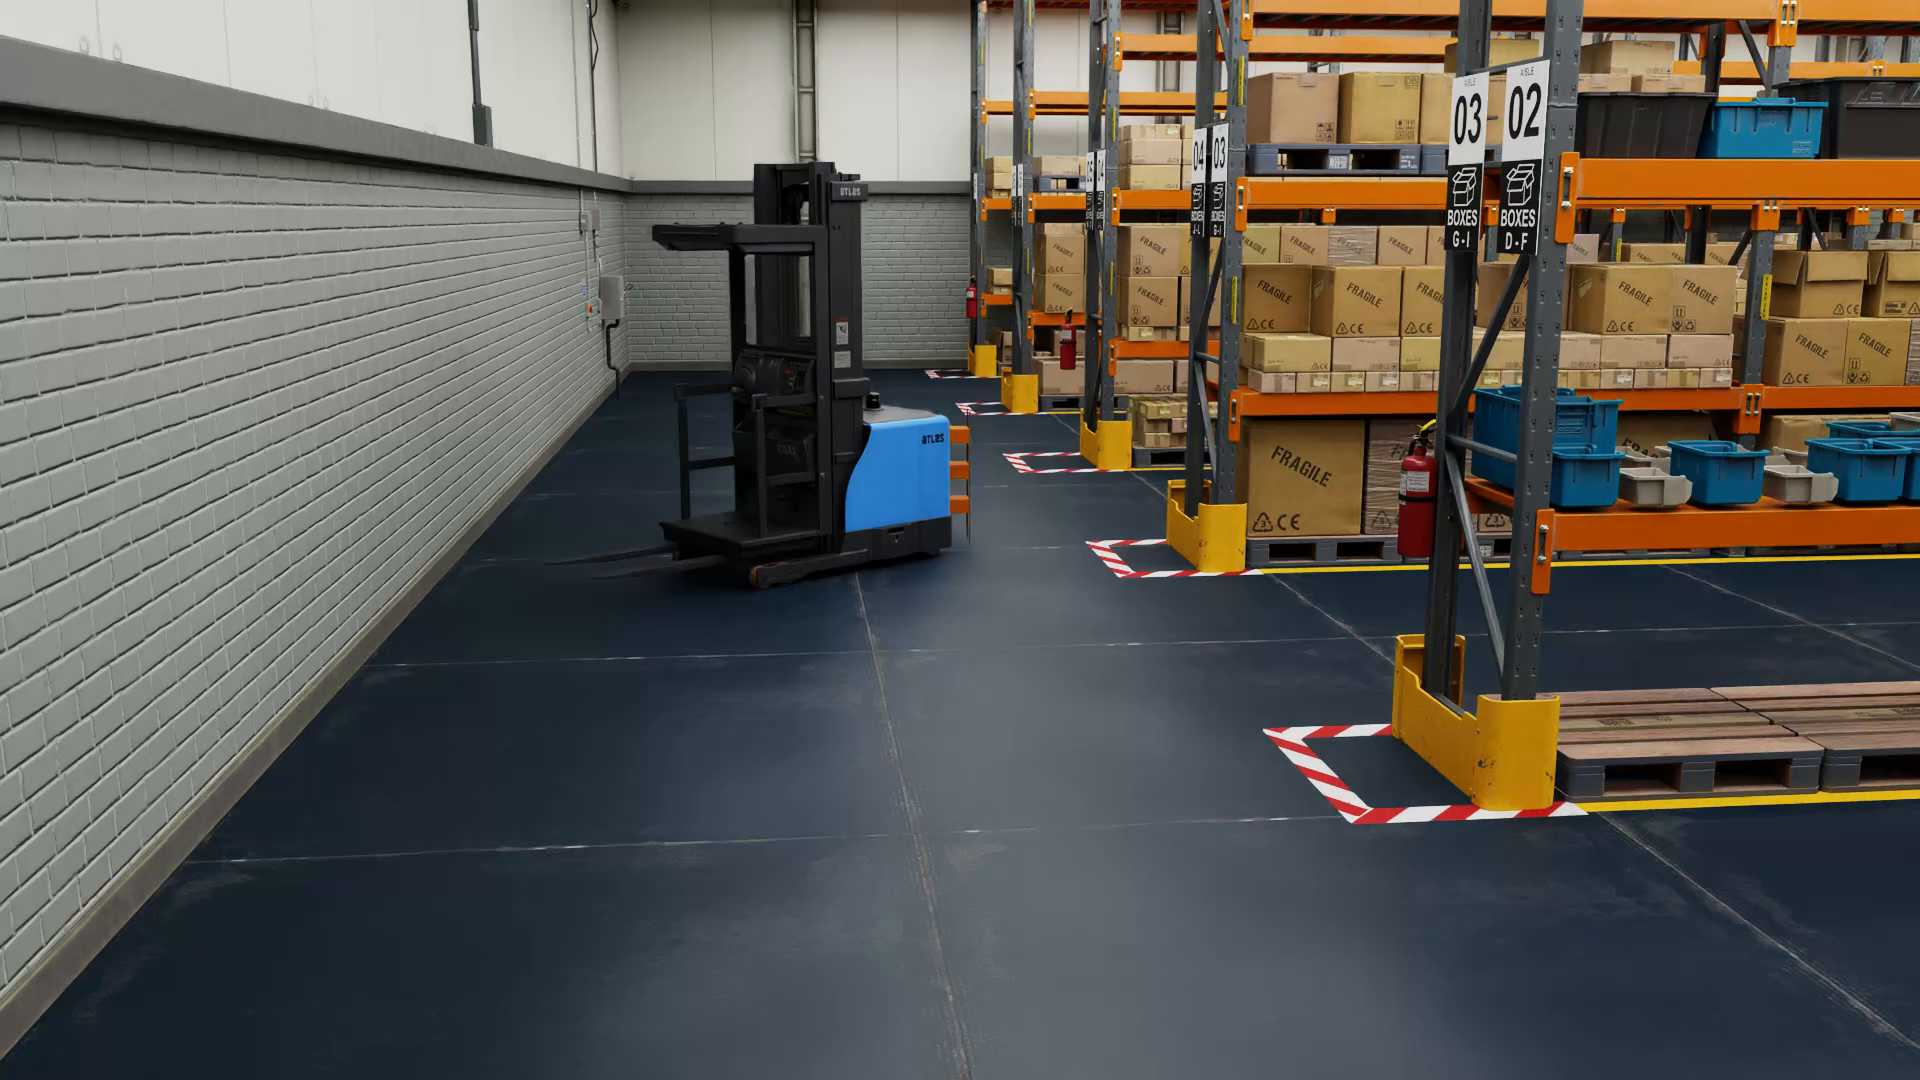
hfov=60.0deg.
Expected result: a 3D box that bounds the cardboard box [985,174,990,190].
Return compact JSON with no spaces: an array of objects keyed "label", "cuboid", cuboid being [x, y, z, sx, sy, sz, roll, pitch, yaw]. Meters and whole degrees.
[{"label":"cardboard box","cuboid":[0.694,-5.805,26.961,0.500,0.250,0.500,-1,11,-7]}]

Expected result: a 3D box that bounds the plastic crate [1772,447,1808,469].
[{"label":"plastic crate","cuboid":[4.073,-0.372,8.014,0.250,0.136,0.298,-1,11,-6]}]

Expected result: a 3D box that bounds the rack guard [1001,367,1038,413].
[{"label":"rack guard","cuboid":[0.797,-2.020,22.349,0.348,0.500,1.175,-1,11,-6]}]

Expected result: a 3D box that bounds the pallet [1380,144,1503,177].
[{"label":"pallet","cuboid":[3.843,-2.819,12.384,1.213,0.211,1.003,-1,11,-6]}]

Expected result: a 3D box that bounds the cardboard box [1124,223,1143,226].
[{"label":"cardboard box","cuboid":[2.243,-4.087,21.847,0.250,0.149,0.380,-1,11,-6]}]

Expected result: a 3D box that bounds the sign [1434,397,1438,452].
[{"label":"sign","cuboid":[2.351,-0.582,8.131,0.005,0.325,0.100,-1,11,-6]}]

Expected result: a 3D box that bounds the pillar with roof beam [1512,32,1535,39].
[{"label":"pillar with roof beam","cuboid":[9.898,-6.684,24.039,0.548,9.000,9.100,-1,11,-6]}]

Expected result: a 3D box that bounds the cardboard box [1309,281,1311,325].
[{"label":"cardboard box","cuboid":[3.456,-2.487,17.213,0.500,0.500,0.500,-1,11,-8]}]

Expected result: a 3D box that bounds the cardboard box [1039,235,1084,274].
[{"label":"cardboard box","cuboid":[1.329,-3.742,21.777,0.500,0.500,0.500,-1,11,-7]}]

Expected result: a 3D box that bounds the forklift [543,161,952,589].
[{"label":"forklift","cuboid":[-1.505,-1.207,11.911,3.031,2.935,1.130,-10,15,-40]}]

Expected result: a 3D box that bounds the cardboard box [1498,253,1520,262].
[{"label":"cardboard box","cuboid":[7.285,-3.871,22.433,0.500,0.500,0.500,-1,11,-6]}]

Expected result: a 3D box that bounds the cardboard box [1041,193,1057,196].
[{"label":"cardboard box","cuboid":[1.397,-5.508,26.484,0.250,0.149,0.380,-1,11,-5]}]

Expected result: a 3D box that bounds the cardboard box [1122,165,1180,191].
[{"label":"cardboard box","cuboid":[1.930,-3.659,16.816,0.500,0.250,0.500,-1,11,-4]}]

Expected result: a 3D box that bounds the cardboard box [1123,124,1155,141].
[{"label":"cardboard box","cuboid":[1.803,-4.102,16.743,0.250,0.149,0.380,-1,11,-7]}]

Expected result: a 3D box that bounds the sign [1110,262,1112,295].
[{"label":"sign","cuboid":[1.515,-2.621,16.680,0.005,0.325,0.100,-1,11,-6]}]

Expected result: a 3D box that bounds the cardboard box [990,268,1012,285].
[{"label":"cardboard box","cuboid":[0.761,-4.229,26.723,0.500,0.250,0.500,-1,11,-6]}]

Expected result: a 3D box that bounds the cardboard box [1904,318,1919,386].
[{"label":"cardboard box","cuboid":[7.349,-1.462,12.769,0.500,0.500,0.500,-1,11,-7]}]

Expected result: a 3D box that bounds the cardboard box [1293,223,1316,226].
[{"label":"cardboard box","cuboid":[4.526,-4.121,22.022,0.250,0.149,0.380,-1,11,-7]}]

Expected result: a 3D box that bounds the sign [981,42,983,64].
[{"label":"sign","cuboid":[0.340,-7.536,25.746,0.005,0.325,0.100,-1,11,-6]}]

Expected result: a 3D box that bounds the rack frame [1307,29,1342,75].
[{"label":"rack frame","cuboid":[4.798,-6.274,21.955,0.127,3.000,1.000,-1,11,-6]}]

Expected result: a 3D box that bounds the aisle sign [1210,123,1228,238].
[{"label":"aisle sign","cuboid":[1.852,-2.563,11.892,0.004,0.787,0.394,-1,11,-6]}]

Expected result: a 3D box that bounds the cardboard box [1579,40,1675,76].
[{"label":"cardboard box","cuboid":[4.932,-3.556,12.352,0.500,0.250,0.500,-2,11,-10]}]

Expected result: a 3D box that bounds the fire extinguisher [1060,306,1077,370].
[{"label":"fire extinguisher","cuboid":[1.156,-2.163,17.759,0.183,0.674,0.296,-1,11,-6]}]

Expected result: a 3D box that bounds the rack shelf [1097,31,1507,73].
[{"label":"rack shelf","cuboid":[3.444,-4.931,16.995,4.000,0.370,1.077,-1,11,-6]}]

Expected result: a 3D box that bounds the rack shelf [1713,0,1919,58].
[{"label":"rack shelf","cuboid":[7.856,-3.866,12.608,4.000,0.370,1.077,-1,11,-6]}]

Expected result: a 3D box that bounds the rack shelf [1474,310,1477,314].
[{"label":"rack shelf","cuboid":[6.786,-3.019,22.815,4.000,0.370,1.077,-1,11,-6]}]

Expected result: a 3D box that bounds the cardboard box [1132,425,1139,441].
[{"label":"cardboard box","cuboid":[1.957,-1.158,17.786,0.250,0.149,0.380,-1,11,-5]}]

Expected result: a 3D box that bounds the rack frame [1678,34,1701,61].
[{"label":"rack frame","cuboid":[12.211,-7.393,27.645,0.127,3.000,1.000,-1,11,-6]}]

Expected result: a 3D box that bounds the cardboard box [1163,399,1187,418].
[{"label":"cardboard box","cuboid":[2.275,-1.374,17.340,0.250,0.149,0.380,-1,11,-5]}]

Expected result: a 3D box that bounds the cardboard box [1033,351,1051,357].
[{"label":"cardboard box","cuboid":[1.326,-3.002,27.166,0.250,0.149,0.380,-2,11,-8]}]

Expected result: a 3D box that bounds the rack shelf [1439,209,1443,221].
[{"label":"rack shelf","cuboid":[6.246,-5.443,27.368,4.000,0.370,1.077,-1,11,-6]}]

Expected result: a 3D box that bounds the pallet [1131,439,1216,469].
[{"label":"pallet","cuboid":[2.343,-0.944,17.621,1.213,0.211,1.003,-1,11,-6]}]

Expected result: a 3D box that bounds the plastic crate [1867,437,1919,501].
[{"label":"plastic crate","cuboid":[4.314,-0.320,7.498,0.300,0.233,0.416,-1,11,-6]}]

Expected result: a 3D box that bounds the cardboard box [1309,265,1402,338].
[{"label":"cardboard box","cuboid":[2.895,-1.756,12.197,0.500,0.500,0.500,-1,11,-7]}]

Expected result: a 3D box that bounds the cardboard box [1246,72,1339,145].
[{"label":"cardboard box","cuboid":[2.402,-3.144,12.202,0.500,0.500,0.700,-2,11,-10]}]

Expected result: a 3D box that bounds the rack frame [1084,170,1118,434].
[{"label":"rack frame","cuboid":[1.456,-2.300,17.292,0.127,3.000,1.000,-1,11,-6]}]

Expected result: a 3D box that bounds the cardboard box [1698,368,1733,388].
[{"label":"cardboard box","cuboid":[5.600,-1.238,12.540,0.250,0.149,0.380,-1,11,-6]}]

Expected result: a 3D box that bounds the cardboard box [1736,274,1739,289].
[{"label":"cardboard box","cuboid":[7.956,-2.723,17.463,0.250,0.149,0.380,-1,11,-6]}]

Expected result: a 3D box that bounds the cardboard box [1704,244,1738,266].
[{"label":"cardboard box","cuboid":[10.291,-3.805,22.826,0.500,0.500,0.500,-1,11,-5]}]

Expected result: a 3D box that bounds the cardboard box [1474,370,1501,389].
[{"label":"cardboard box","cuboid":[3.809,-1.200,12.348,0.250,0.149,0.380,-1,11,-8]}]

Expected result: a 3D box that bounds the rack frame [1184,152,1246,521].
[{"label":"rack frame","cuboid":[1.891,-1.347,12.443,0.127,3.000,1.000,-1,11,-6]}]

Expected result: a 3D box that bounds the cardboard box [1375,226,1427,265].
[{"label":"cardboard box","cuboid":[4.481,-2.996,17.208,0.500,0.500,0.500,-2,11,-8]}]

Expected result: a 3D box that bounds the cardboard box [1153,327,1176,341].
[{"label":"cardboard box","cuboid":[2.062,-2.134,17.098,0.250,0.149,0.380,-1,11,-4]}]

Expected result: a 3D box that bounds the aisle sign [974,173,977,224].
[{"label":"aisle sign","cuboid":[0.245,-5.417,26.407,0.004,0.787,0.394,-1,11,-6]}]

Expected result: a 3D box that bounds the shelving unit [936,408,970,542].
[{"label":"shelving unit","cuboid":[-0.053,-0.514,13.261,0.252,1.050,0.215,-1,11,-6]}]

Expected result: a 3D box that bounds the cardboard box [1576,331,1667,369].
[{"label":"cardboard box","cuboid":[4.943,-1.432,12.493,0.500,0.250,0.500,-1,11,-4]}]

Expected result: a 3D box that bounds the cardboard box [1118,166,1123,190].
[{"label":"cardboard box","cuboid":[1.880,-3.759,17.324,0.500,0.250,0.500,-1,11,-7]}]

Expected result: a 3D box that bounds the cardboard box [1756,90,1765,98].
[{"label":"cardboard box","cuboid":[6.443,-3.171,12.599,0.500,0.500,0.700,-1,11,-5]}]

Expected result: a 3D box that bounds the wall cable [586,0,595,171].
[{"label":"wall cable","cuboid":[-4.882,-6.163,21.388,0.029,3.000,2.355,-1,11,-6]}]

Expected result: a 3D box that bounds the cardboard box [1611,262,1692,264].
[{"label":"cardboard box","cuboid":[5.364,-1.910,12.979,0.500,0.500,0.500,-1,11,-6]}]
